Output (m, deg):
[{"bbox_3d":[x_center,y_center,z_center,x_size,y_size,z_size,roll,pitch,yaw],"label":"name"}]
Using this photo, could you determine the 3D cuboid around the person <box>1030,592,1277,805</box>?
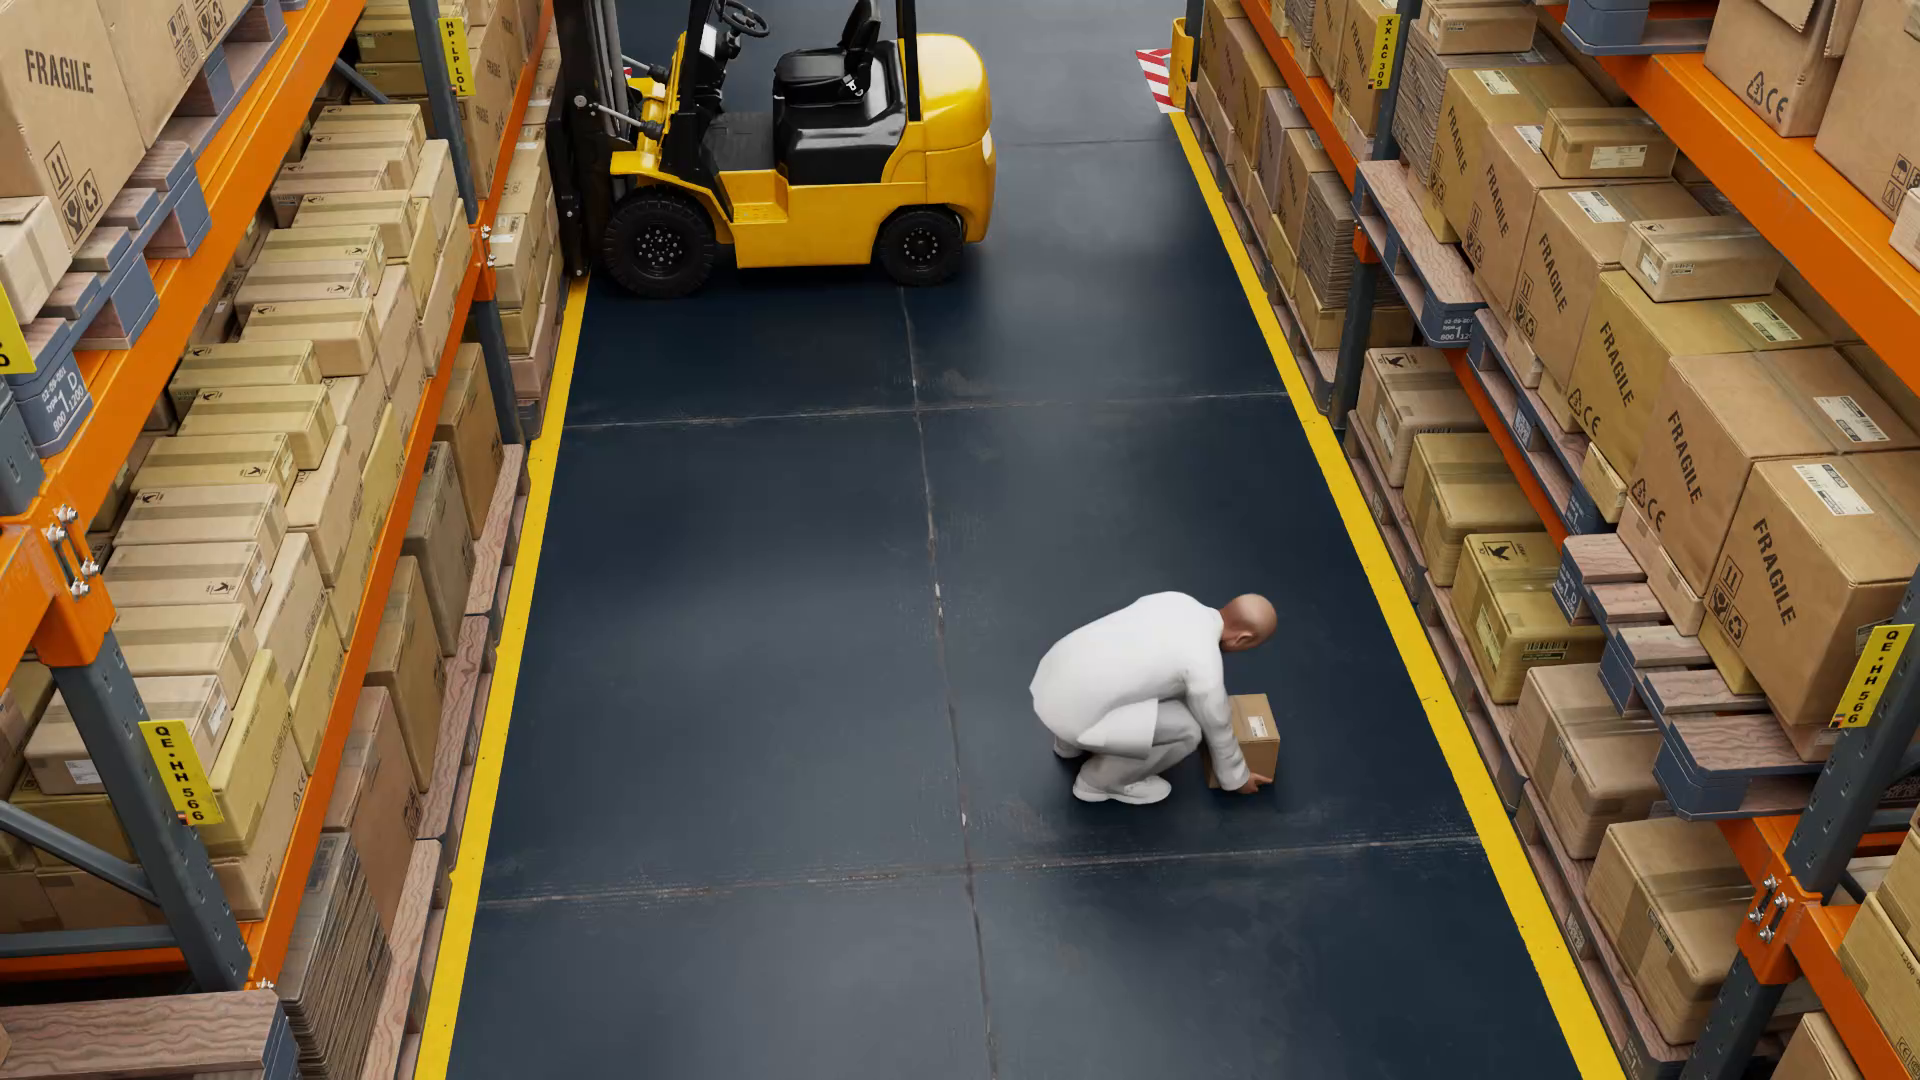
[{"bbox_3d":[0.725,0.623,6.262,0.922,0.834,0.578,-4,39,-5],"label":"person"}]
